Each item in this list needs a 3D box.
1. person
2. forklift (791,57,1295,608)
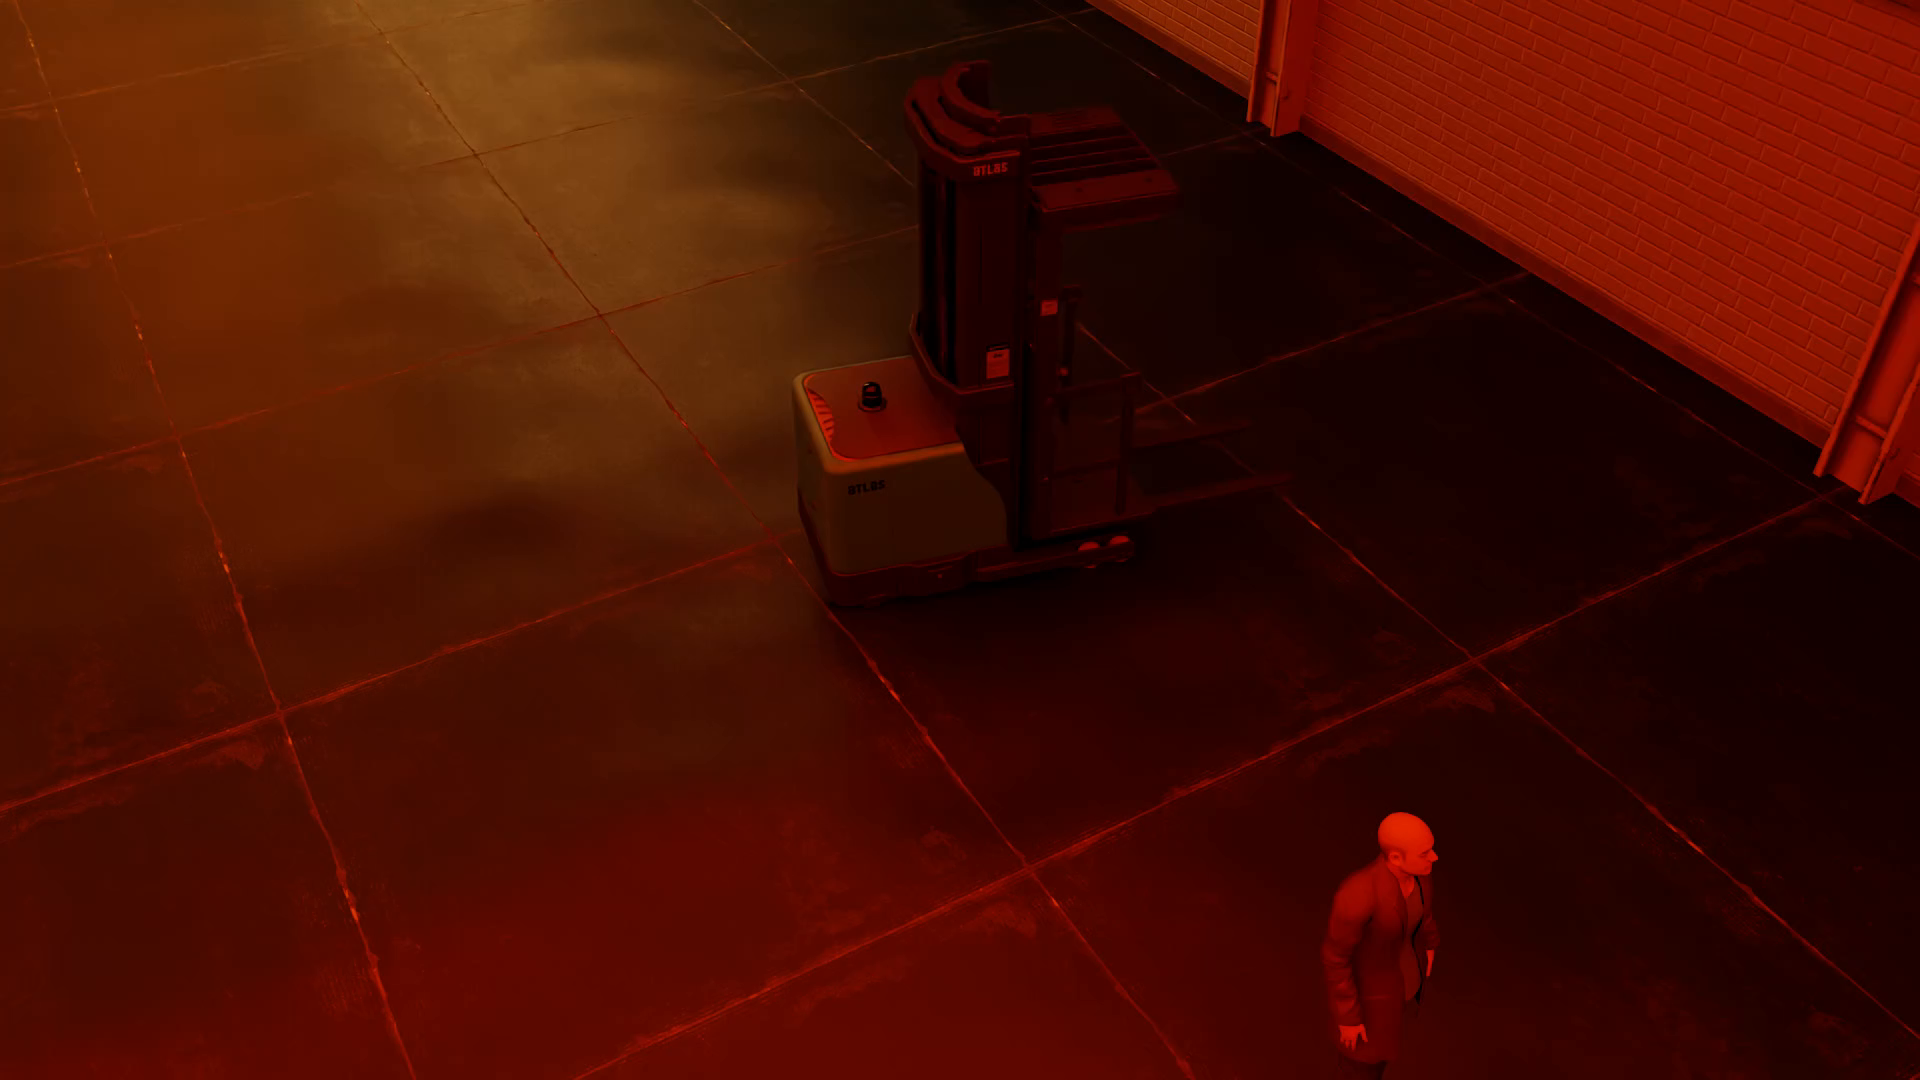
[{"bbox_3d":[1.776,1.831,6.721,0.582,1.775,0.695,32,49,33],"label":"person"},{"bbox_3d":[0.561,-1.266,9.563,3.031,2.935,1.130,-11,41,-13],"label":"forklift"}]
